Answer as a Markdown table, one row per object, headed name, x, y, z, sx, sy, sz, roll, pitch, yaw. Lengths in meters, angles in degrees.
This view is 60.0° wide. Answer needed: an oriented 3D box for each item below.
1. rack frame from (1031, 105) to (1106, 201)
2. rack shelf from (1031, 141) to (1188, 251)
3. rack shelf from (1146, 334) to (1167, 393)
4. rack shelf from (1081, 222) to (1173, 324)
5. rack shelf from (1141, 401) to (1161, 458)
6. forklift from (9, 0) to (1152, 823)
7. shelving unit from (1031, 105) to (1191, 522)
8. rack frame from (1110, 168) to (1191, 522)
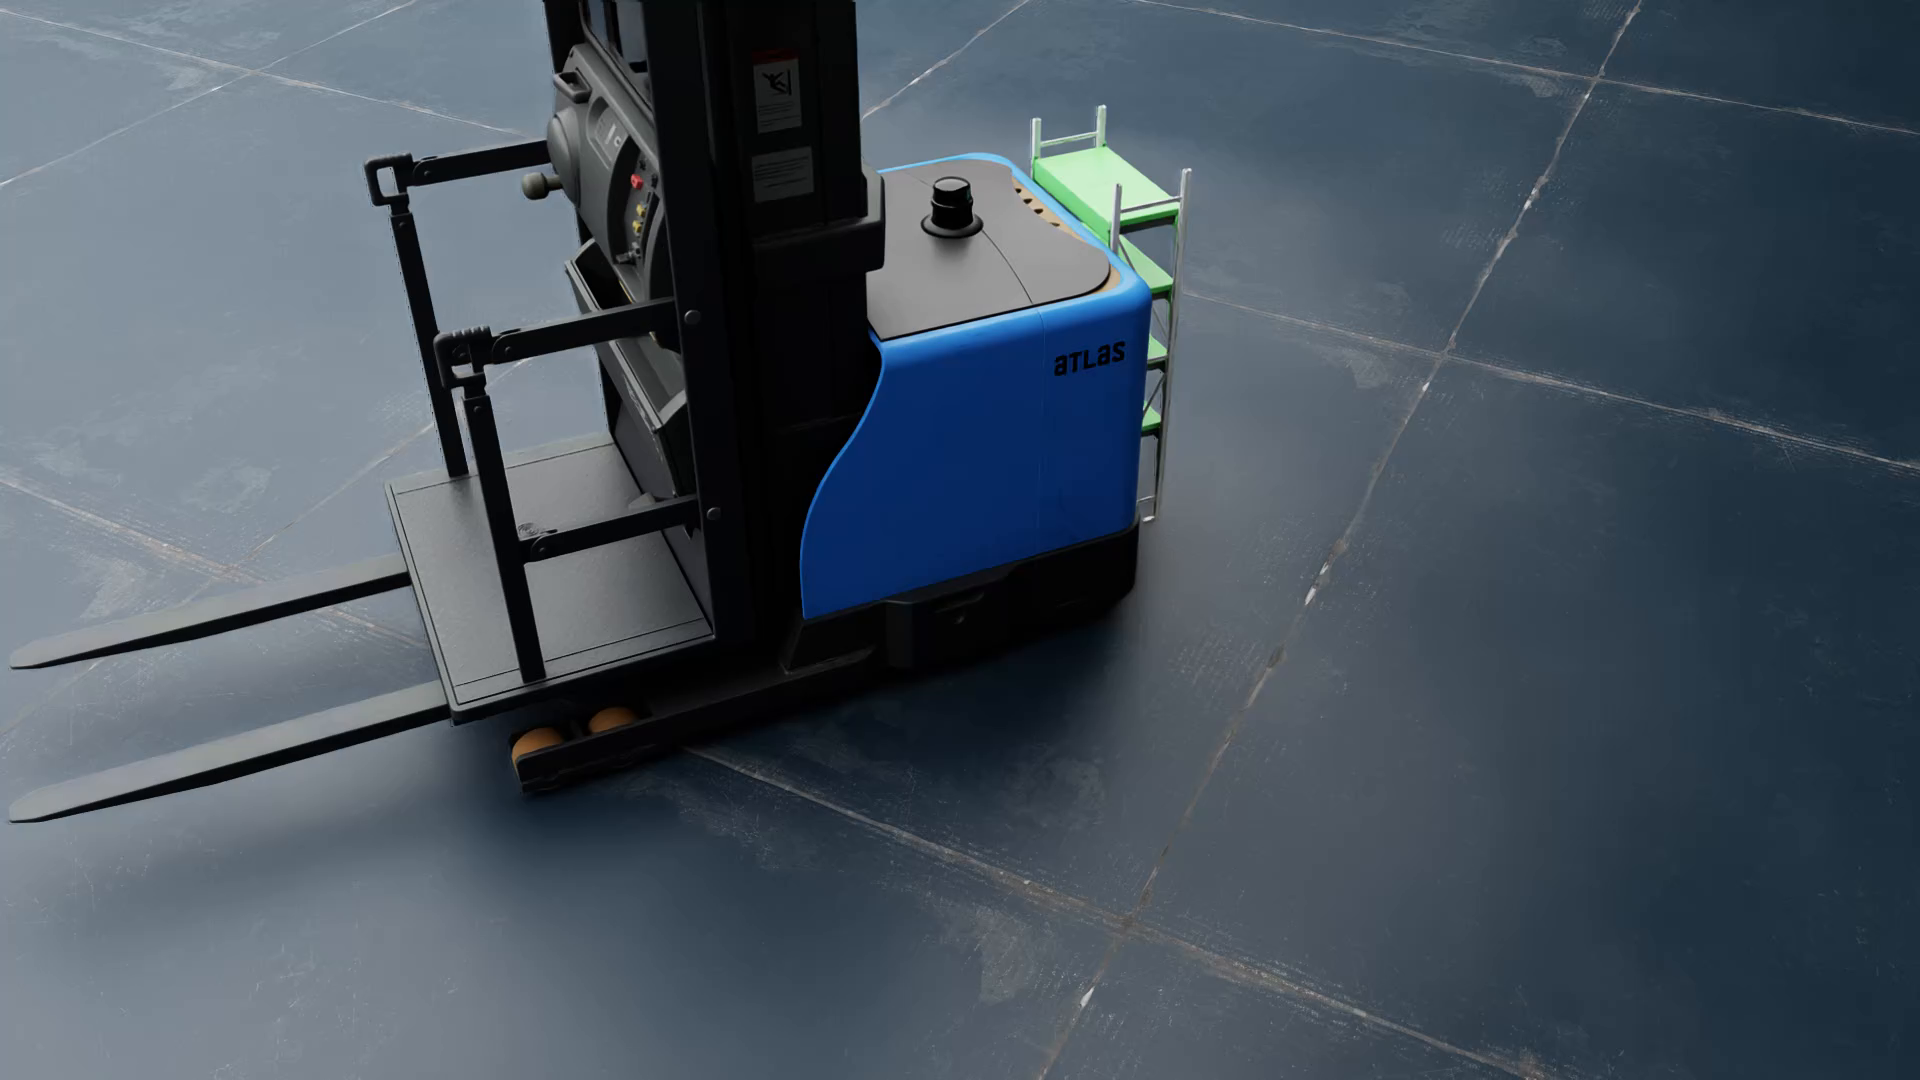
| name | x | y | z | sx | sy | sz | roll | pitch | yaw |
| --- | --- | --- | --- | --- | --- | --- | --- | --- | --- |
| rack frame | 0.326 | -0.790 | 5.298 | 0.240 | 1.200 | 0.015 | -16 | 40 | -20 |
| rack shelf | 0.429 | -0.987 | 4.870 | 0.258 | 0.148 | 0.480 | -16 | 40 | -20 |
| rack shelf | 0.429 | -0.605 | 5.160 | 0.258 | 0.148 | 0.480 | -16 | 40 | -20 |
| rack shelf | 0.429 | -0.796 | 5.015 | 0.258 | 0.148 | 0.480 | -16 | 40 | -20 |
| rack shelf | 0.429 | -0.414 | 5.305 | 0.258 | 0.148 | 0.480 | -16 | 40 | -20 |
| forklift | -1.039 | -0.873 | 3.976 | 3.031 | 2.935 | 1.130 | -15 | 40 | -19 |
| shelving unit | 0.429 | -0.656 | 5.122 | 0.258 | 1.200 | 0.503 | -16 | 40 | -20 |
| rack frame | 0.531 | -0.522 | 4.945 | 0.240 | 1.200 | 0.015 | -16 | 40 | -20 |
